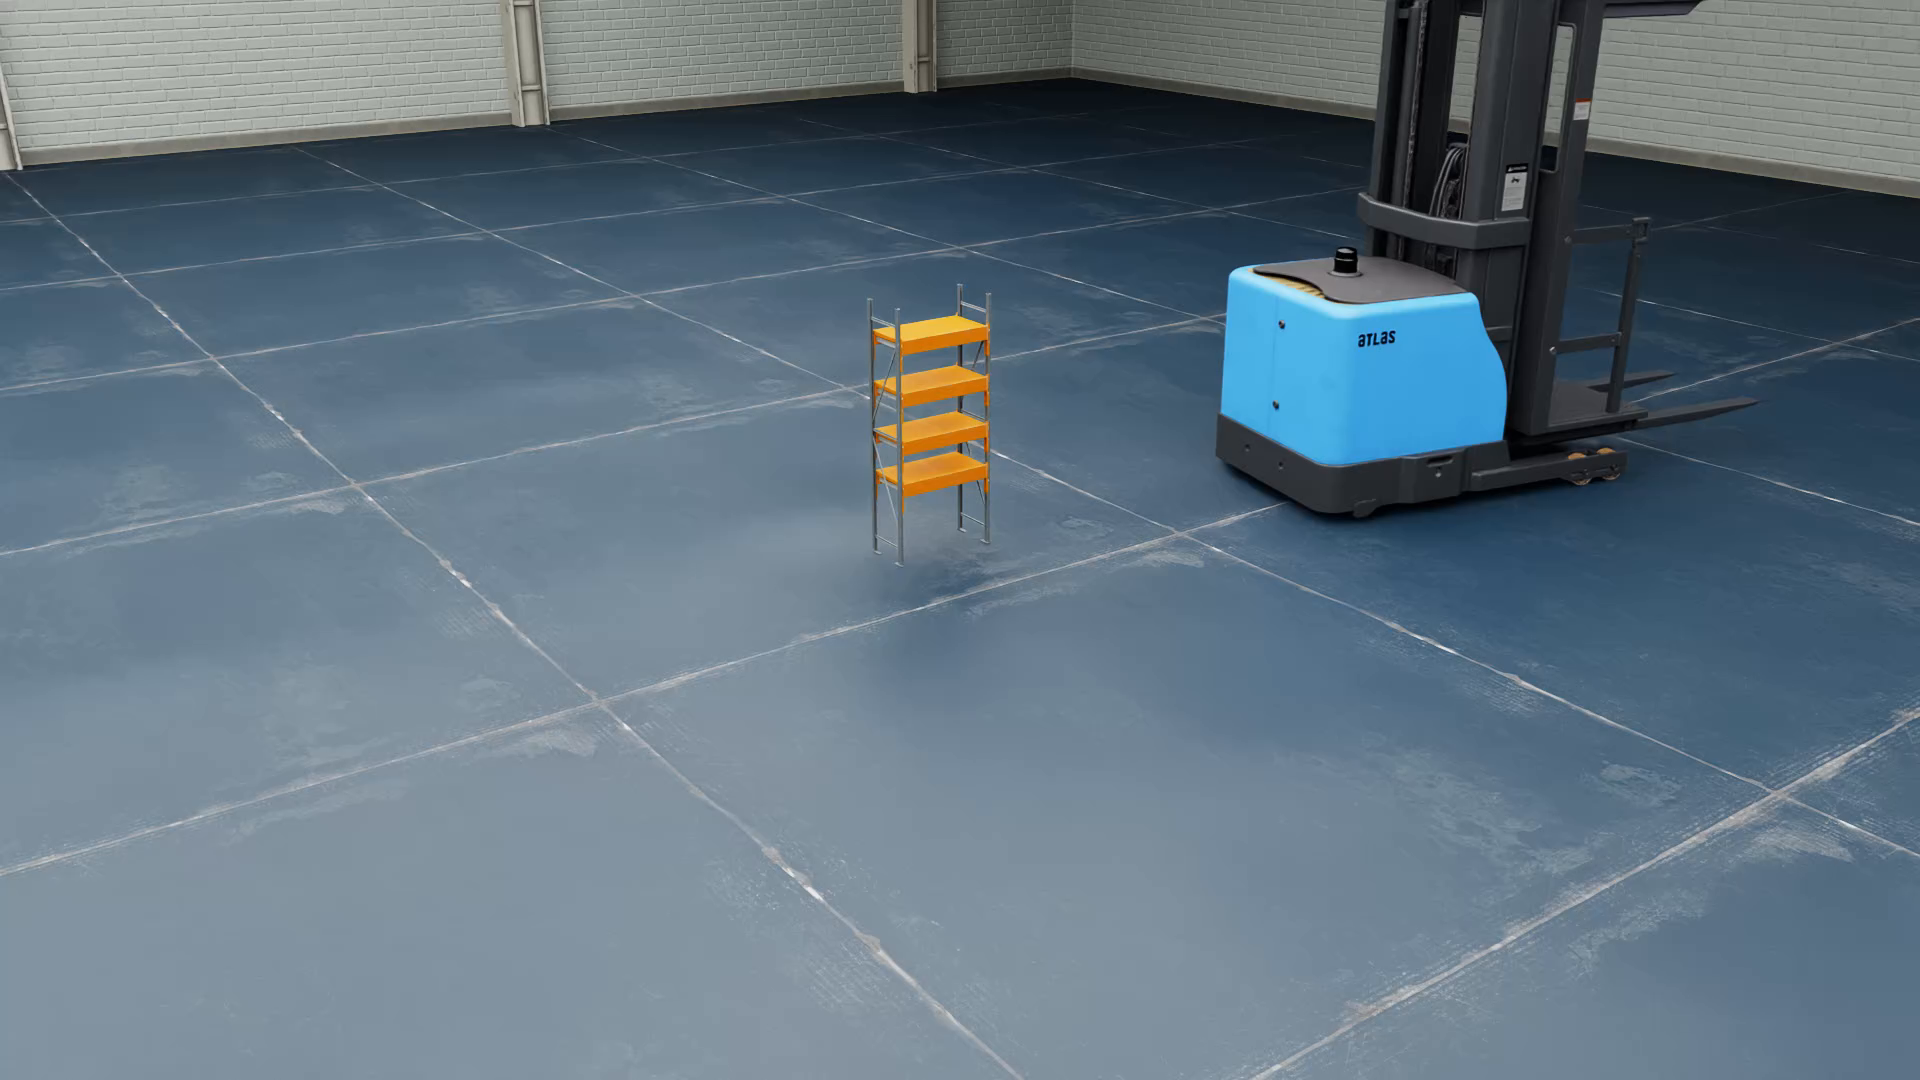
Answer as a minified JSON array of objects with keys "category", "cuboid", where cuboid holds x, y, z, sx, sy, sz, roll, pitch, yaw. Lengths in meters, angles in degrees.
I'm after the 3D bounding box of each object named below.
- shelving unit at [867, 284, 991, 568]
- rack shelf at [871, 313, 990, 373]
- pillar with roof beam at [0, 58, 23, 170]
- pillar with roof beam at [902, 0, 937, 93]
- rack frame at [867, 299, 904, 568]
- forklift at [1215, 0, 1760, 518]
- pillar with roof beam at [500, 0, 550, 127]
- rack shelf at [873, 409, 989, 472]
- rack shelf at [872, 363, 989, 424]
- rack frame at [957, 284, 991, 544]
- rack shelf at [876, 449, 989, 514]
[{"category":"shelving unit","cuboid":[-0.134,-0.521,7.584,0.503,1.200,0.258,-15,26,-33]},{"category":"rack shelf","cuboid":[-0.134,-0.886,7.439,0.480,0.148,0.258,-15,26,-33]},{"category":"pillar with roof beam","cuboid":[-7.812,-6.875,12.983,0.400,9.000,9.100,-15,26,-33]},{"category":"pillar with roof beam","cuboid":[1.929,-9.472,19.492,0.400,9.000,9.100,-15,26,-33]},{"category":"rack frame","cuboid":[-0.332,-0.469,7.452,0.015,1.200,0.240,-15,26,-33]},{"category":"forklift","cuboid":[2.920,-1.812,8.483,3.031,2.935,1.130,-9,24,-22]},{"category":"pillar with roof beam","cuboid":[-2.942,-8.173,16.237,0.400,9.000,9.100,-15,26,-33]},{"category":"rack shelf","cuboid":[-0.134,-0.459,7.609,0.480,0.148,0.258,-15,26,-33]},{"category":"rack shelf","cuboid":[-0.134,-0.667,7.526,0.480,0.148,0.258,-15,26,-33]},{"category":"rack frame","cuboid":[0.064,-0.574,7.717,0.015,1.200,0.240,-15,26,-33]},{"category":"rack shelf","cuboid":[-0.134,-0.275,7.683,0.480,0.148,0.258,-15,26,-33]}]
